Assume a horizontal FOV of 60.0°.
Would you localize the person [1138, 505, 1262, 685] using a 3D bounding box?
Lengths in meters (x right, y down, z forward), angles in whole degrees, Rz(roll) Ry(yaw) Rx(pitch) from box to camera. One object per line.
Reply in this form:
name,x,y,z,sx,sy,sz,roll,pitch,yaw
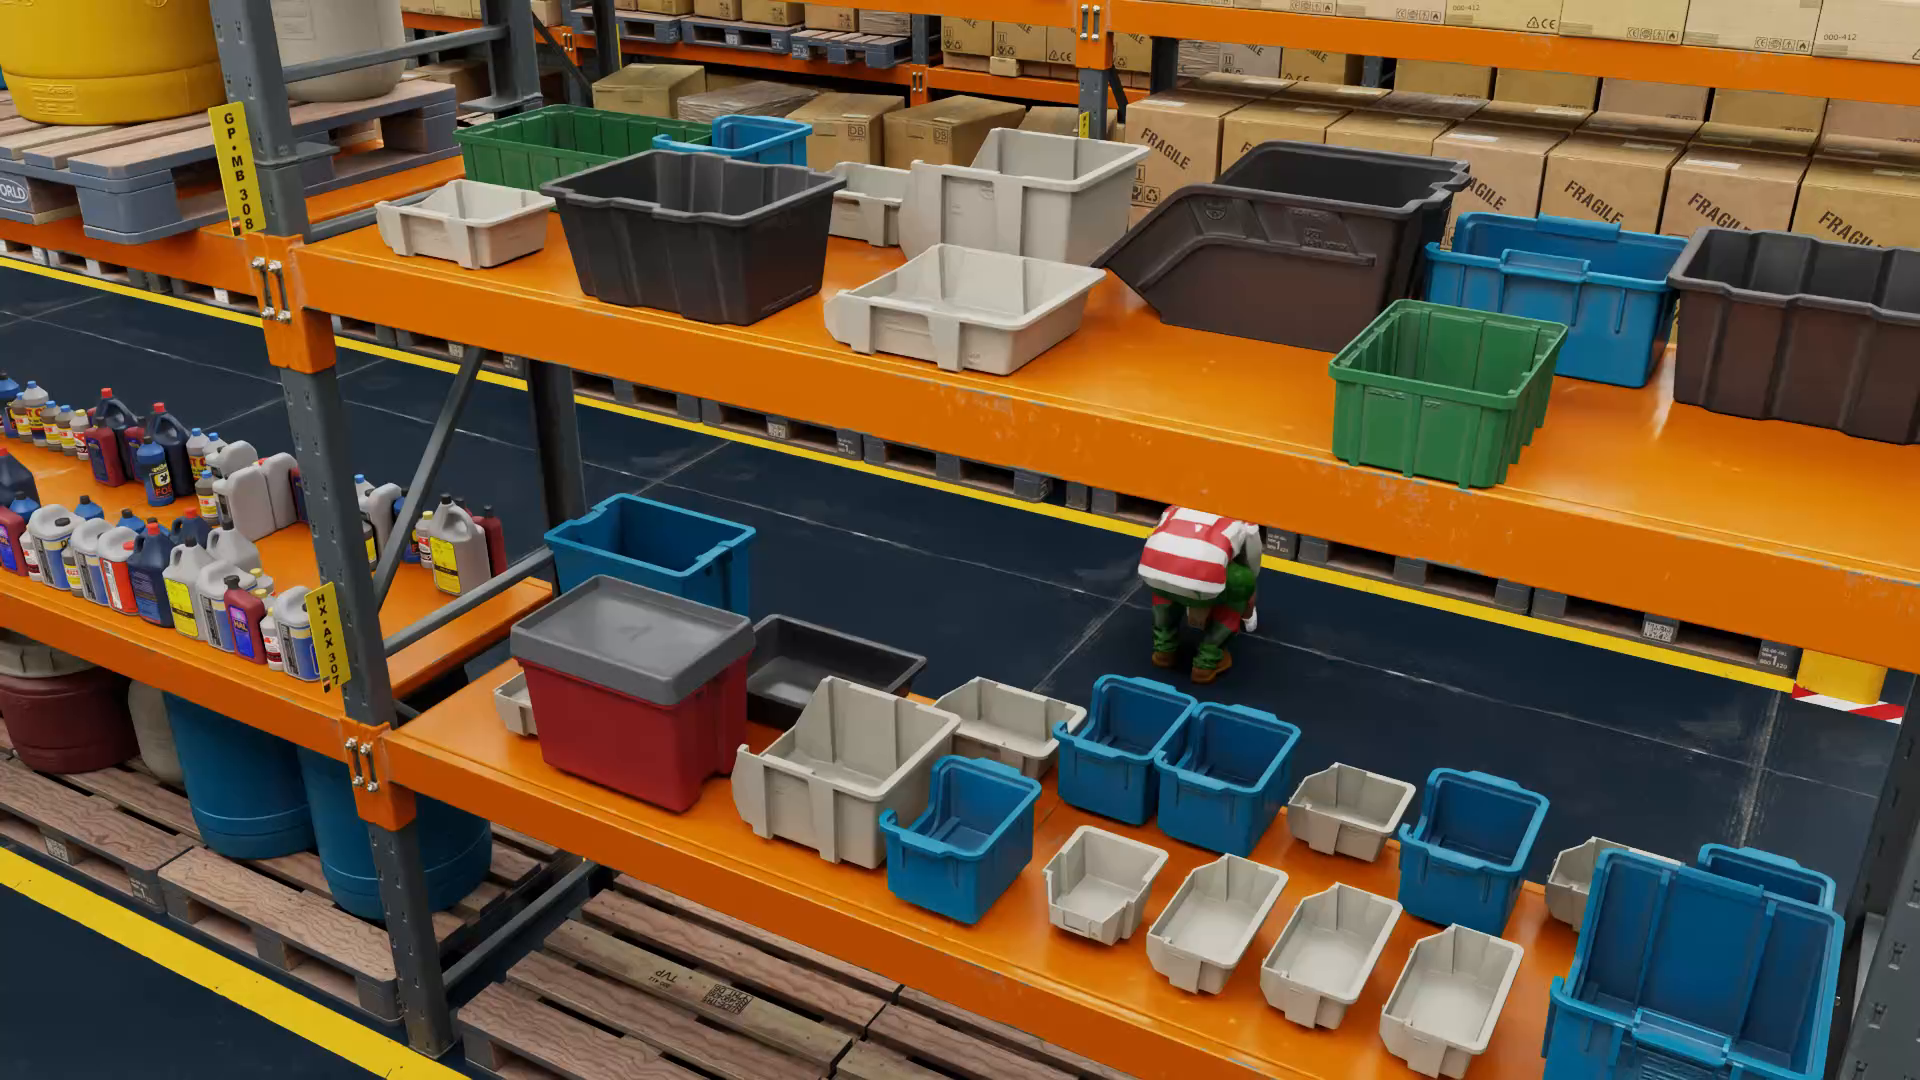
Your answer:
person,1.151,0.185,7.865,0.520,0.819,0.965,13,29,25
